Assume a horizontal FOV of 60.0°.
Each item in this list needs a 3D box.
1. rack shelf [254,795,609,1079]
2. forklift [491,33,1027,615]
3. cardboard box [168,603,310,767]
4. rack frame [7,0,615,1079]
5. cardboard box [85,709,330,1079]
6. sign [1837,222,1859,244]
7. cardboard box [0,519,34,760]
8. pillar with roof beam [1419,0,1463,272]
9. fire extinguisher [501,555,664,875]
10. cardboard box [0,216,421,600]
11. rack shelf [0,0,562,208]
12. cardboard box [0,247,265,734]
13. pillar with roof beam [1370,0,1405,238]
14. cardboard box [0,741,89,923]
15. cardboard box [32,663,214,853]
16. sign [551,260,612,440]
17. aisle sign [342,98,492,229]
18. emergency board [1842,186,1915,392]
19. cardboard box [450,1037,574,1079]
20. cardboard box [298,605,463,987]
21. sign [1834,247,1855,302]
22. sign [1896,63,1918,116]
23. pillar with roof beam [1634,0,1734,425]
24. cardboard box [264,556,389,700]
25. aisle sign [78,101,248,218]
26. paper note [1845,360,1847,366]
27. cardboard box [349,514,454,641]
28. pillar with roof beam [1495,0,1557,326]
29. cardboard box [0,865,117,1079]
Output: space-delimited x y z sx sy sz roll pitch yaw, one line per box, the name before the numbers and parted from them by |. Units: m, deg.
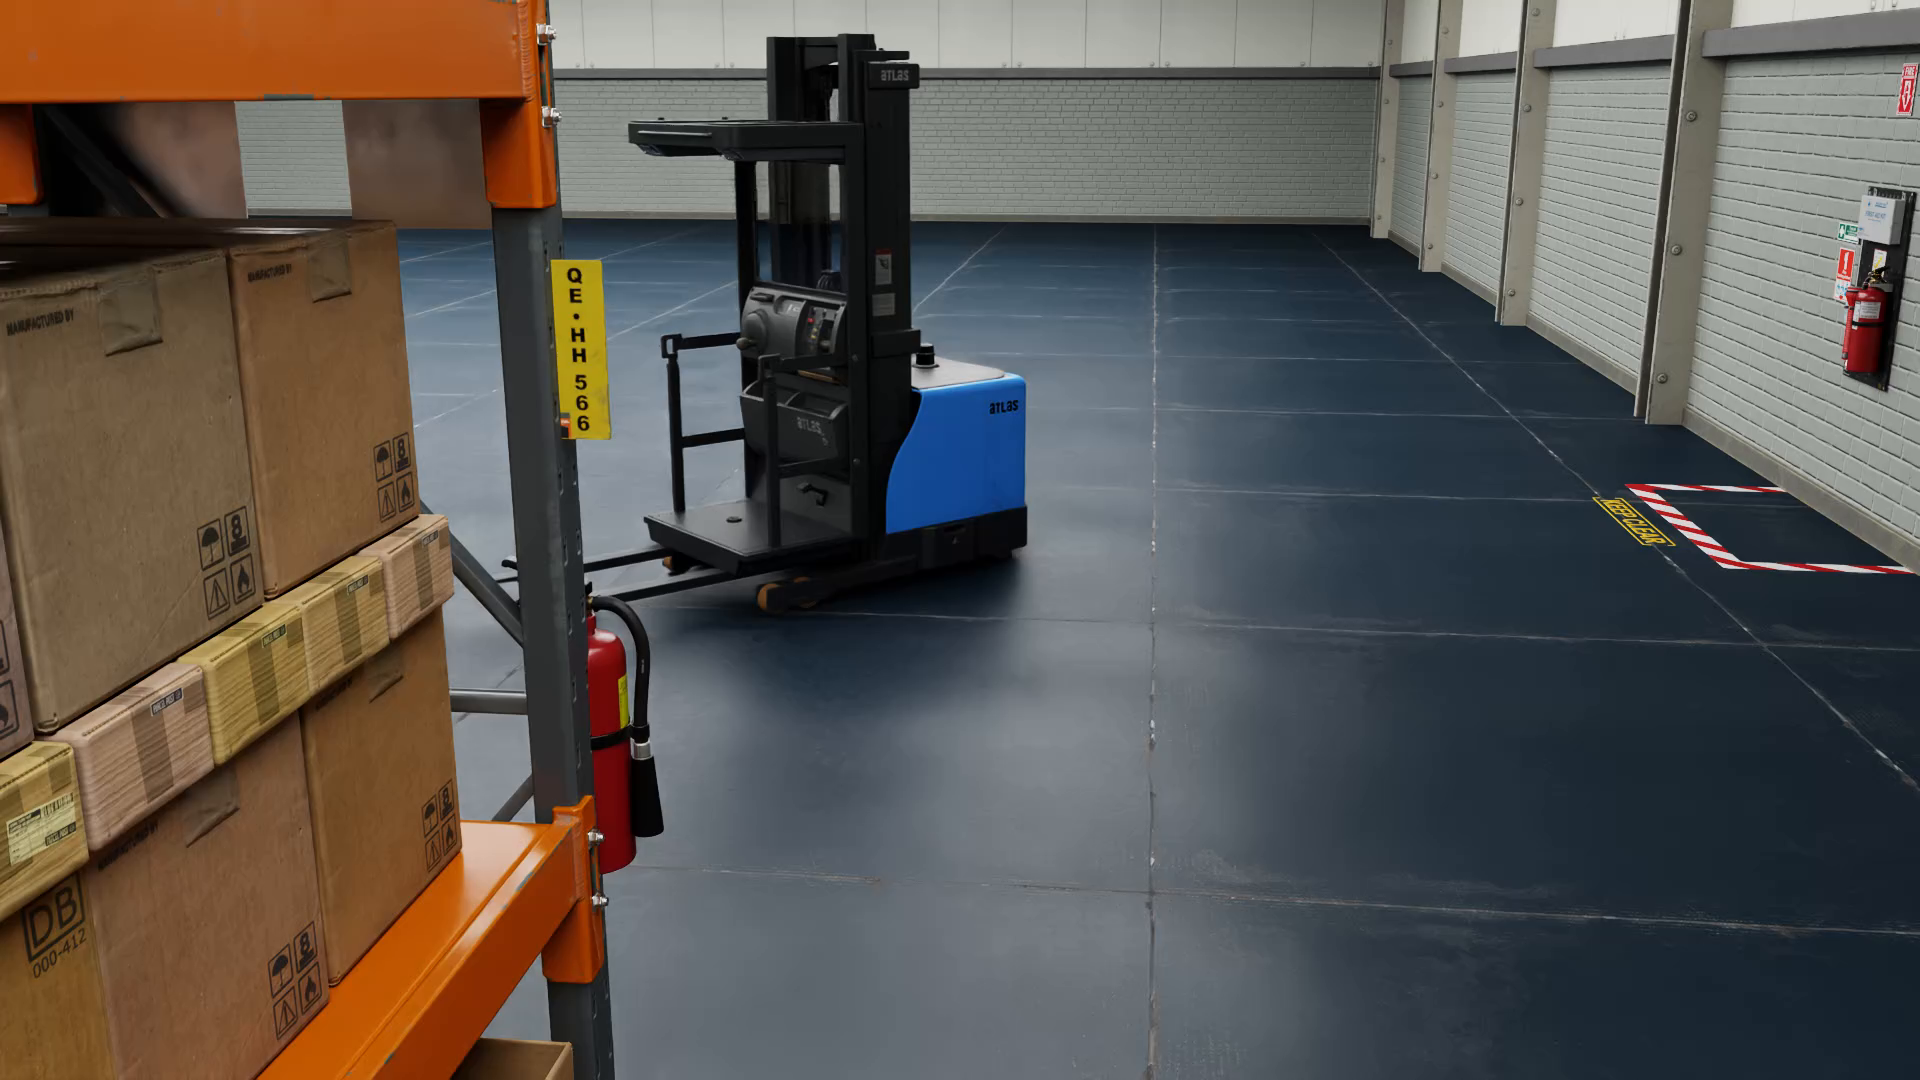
rack shelf | -1.452 1.177 1.440 1.077 0.370 4.000 2 15 6
forklift | -1.069 -1.177 8.898 3.031 2.935 1.130 -12 19 -37
cardboard box | -1.137 0.189 2.283 0.380 0.149 0.250 1 15 5
rack frame | -1.223 0.311 3.264 0.949 2.616 0.053 2 15 6
cardboard box | -1.346 0.520 2.301 0.700 0.500 0.500 2 15 8
sign | 5.626 -1.945 10.526 0.001 0.109 0.331 2 15 6
cardboard box | -1.407 0.038 1.596 0.700 0.500 0.500 2 15 6
pillar with roof beam | 2.908 -8.584 24.669 9.100 9.000 0.400 2 15 6
fire extinguisher | -0.751 0.332 3.337 0.296 0.674 0.183 2 15 6
cardboard box | -1.297 -0.229 2.585 0.700 0.500 0.500 2 15 6
rack shelf | -1.452 -0.271 1.048 1.077 0.370 4.000 2 15 6
cardboard box | -1.351 -0.092 2.080 0.700 0.500 0.500 1 15 5
pillar with roof beam | 3.585 -10.140 30.424 9.100 9.000 0.400 2 15 6
cardboard box | -1.197 0.322 1.790 0.380 0.149 0.250 2 15 8
cardboard box | -1.167 0.254 2.042 0.380 0.149 0.250 2 15 7
sign | -0.688 -0.342 3.010 0.100 0.325 0.005 2 15 6
aisle sign | -0.927 -0.952 2.956 0.394 0.787 0.004 2 15 6
emergency board | 5.471 -1.533 10.084 0.194 1.169 0.643 2 15 6
cardboard box | -0.991 1.222 2.924 0.500 0.500 0.500 2 15 6
cardboard box | -1.291 0.384 2.805 0.700 0.500 0.500 2 15 6
sign | 5.636 -1.690 10.598 0.001 0.329 0.234 2 15 6
sign | 5.571 -2.651 9.778 0.001 0.298 0.199 2 15 6
pillar with roof beam | 1.553 -5.472 13.159 9.100 9.000 0.400 2 15 6
cardboard box | -1.108 0.123 2.528 0.380 0.149 0.250 2 15 8
aisle sign | -1.523 -0.970 3.021 0.394 0.787 0.004 2 15 6
paper note | 5.559 -1.151 10.361 0.016 0.148 0.142 2 15 6
cardboard box | -1.080 0.055 2.779 0.380 0.149 0.250 1 15 5
pillar with roof beam | 2.231 -7.028 18.914 9.100 9.000 0.400 2 15 6
cardboard box | -1.408 0.649 1.825 0.700 0.500 0.500 2 15 7
